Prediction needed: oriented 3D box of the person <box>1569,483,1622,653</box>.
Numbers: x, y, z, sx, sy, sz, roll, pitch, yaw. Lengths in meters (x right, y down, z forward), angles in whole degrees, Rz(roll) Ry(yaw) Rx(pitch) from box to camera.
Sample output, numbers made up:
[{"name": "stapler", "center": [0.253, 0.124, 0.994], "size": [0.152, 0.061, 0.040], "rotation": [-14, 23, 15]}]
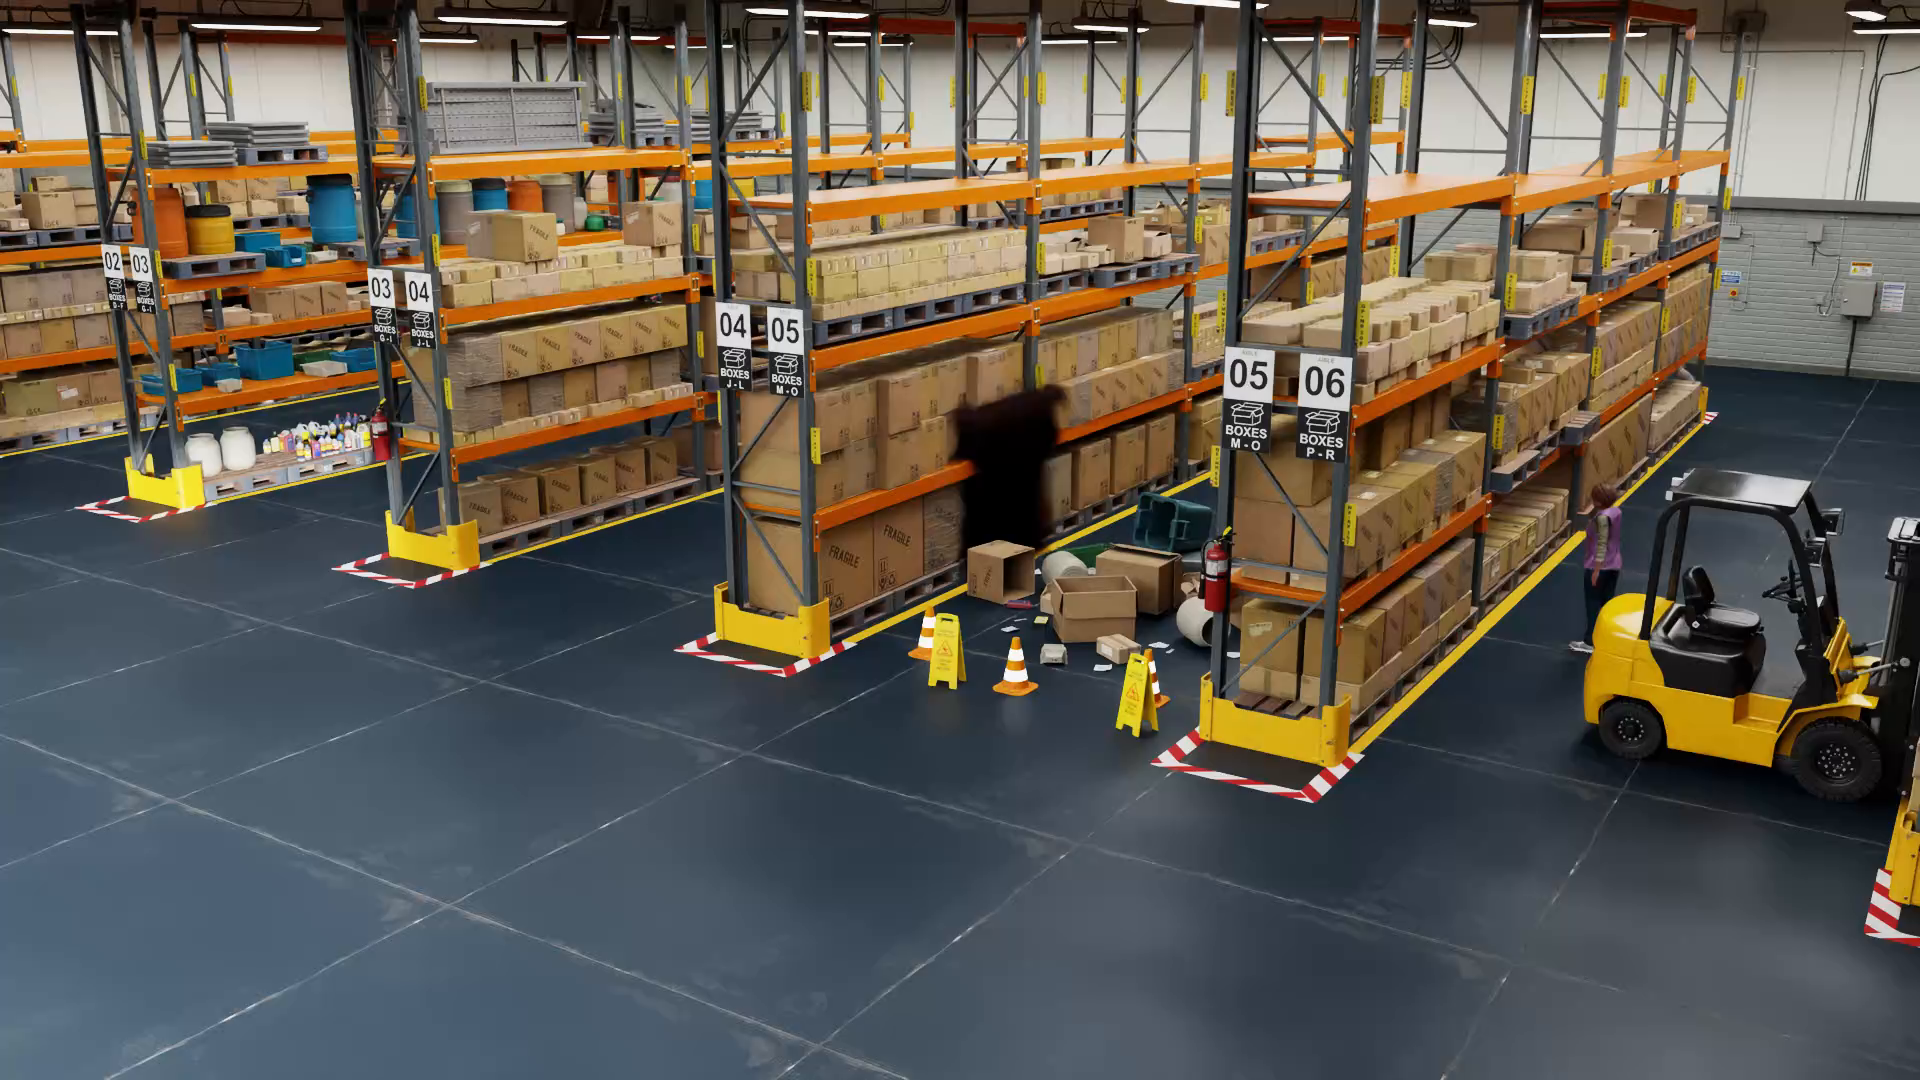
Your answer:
[{"name": "person", "center": [5.935, 0.262, 15.325], "size": [0.443, 1.600, 0.378], "rotation": [-8, 17, -26]}]

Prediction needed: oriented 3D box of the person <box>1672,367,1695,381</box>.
[{"name": "person", "center": [12.047, -3.361, 28.280], "size": [0.928, 1.581, 0.574], "rotation": [4, 16, 14]}]

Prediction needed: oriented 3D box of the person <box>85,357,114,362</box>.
[{"name": "person", "center": [-14.182, -3.108, 27.261], "size": [0.700, 1.843, 0.661], "rotation": [-1, 16, -4]}]
